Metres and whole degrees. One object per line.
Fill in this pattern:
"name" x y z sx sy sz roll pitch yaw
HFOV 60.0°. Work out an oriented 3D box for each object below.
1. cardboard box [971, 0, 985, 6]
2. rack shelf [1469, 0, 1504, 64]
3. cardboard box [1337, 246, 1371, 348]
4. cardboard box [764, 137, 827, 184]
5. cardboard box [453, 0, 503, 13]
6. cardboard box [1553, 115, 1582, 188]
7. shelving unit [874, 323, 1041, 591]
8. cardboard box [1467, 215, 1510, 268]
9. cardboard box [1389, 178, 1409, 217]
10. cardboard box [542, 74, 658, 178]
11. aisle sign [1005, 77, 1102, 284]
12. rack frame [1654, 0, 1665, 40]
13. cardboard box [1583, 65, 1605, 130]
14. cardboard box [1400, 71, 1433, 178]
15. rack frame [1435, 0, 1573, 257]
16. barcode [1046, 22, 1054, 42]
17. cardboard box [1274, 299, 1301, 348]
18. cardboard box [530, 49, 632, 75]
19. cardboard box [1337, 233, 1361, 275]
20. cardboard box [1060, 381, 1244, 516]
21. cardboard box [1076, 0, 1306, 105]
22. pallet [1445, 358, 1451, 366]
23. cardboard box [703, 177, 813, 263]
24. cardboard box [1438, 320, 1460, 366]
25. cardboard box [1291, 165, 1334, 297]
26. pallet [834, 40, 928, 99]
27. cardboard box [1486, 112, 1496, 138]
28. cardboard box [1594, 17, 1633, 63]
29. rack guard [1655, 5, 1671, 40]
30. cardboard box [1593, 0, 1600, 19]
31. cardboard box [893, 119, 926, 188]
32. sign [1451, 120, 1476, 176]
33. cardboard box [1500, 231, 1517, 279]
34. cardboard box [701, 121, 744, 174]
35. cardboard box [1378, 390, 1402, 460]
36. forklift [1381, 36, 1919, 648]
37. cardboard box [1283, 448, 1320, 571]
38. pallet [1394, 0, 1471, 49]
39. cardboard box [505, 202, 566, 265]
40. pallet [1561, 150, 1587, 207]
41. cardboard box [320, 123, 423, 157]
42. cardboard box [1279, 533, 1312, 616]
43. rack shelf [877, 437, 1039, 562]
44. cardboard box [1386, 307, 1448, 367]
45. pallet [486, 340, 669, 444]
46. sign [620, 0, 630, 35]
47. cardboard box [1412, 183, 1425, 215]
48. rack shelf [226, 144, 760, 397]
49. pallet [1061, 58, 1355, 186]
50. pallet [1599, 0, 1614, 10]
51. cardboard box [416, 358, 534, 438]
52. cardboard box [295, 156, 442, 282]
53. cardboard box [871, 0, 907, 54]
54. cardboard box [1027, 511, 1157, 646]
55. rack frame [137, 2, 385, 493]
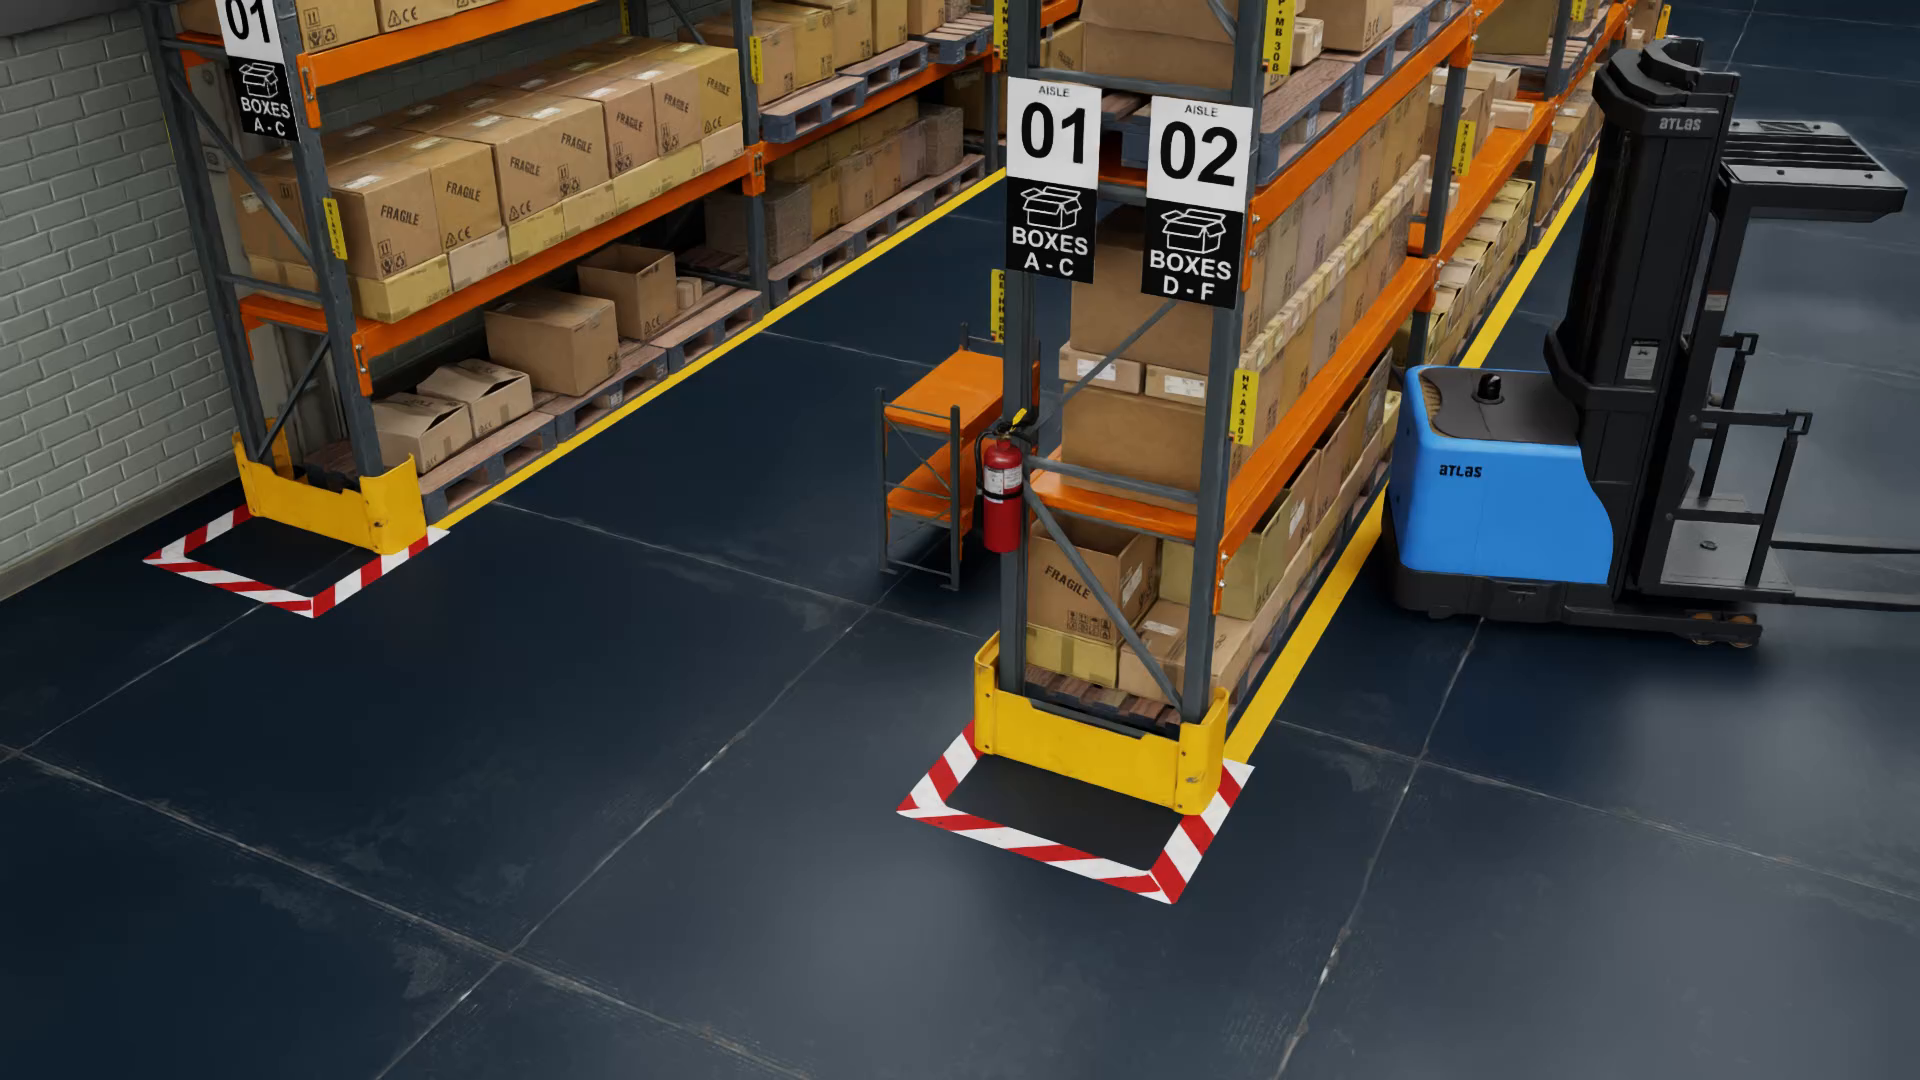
"cardboard box" 0.337 -5.261 15.480 0.500 0.500 0.500 15 33 25
"rack shelf" 3.388 -3.903 11.245 1.077 0.370 4.000 14 33 23
"cardboard box" 1.814 -1.416 9.103 0.700 0.500 0.500 15 33 24
"cardboard box" -1.416 -3.108 13.465 0.500 0.250 0.500 14 33 22
"cardboard box" -2.872 -3.282 9.320 0.500 0.500 0.500 16 33 26
"cardboard box" 5.228 -3.499 14.899 0.500 0.500 0.500 14 33 23
"shelving unit" 0.003 -0.491 9.475 0.538 1.125 1.048 14 33 23
"cardboard box" 3.817 -2.291 12.503 0.500 0.311 0.500 14 33 23
"cardboard box" 2.312 -1.957 9.394 0.380 0.149 0.250 13 32 22
"cardboard box" -2.336 -2.695 10.809 0.500 0.500 0.500 13 32 22
"aisle sign" 0.364 -1.419 6.598 0.394 0.787 0.004 14 33 23
"rack frame" 7.944 -7.347 19.532 1.000 3.000 0.127 14 33 23
"cardboard box" 6.152 -4.397 16.463 0.500 0.500 0.500 14 33 23
"cardboard box" 2.281 -2.435 9.575 0.700 0.500 0.500 14 33 24
"rack frame" 4.299 -3.801 13.356 1.000 3.000 0.127 14 33 23
"barcode" 0.363 -2.050 6.713 0.001 0.075 0.075 14 33 23
"cardboard box" 1.375 -1.043 7.803 0.380 0.149 0.250 14 33 23
"cardboard box" -2.573 -3.029 11.390 0.500 0.500 0.500 14 33 23
"cardboard box" 1.846 -1.502 8.602 0.380 0.149 0.250 15 33 25
"cardboard box" 0.879 -0.502 7.511 0.700 0.500 0.500 14 33 23
"cardboard box" 0.920 -2.096 6.710 0.797 0.503 0.637 17 34 27
"pallet" 2.778 -1.154 11.547 1.003 0.211 1.213 14 33 23
"cardboard box" -1.614 -2.586 13.310 0.700 0.500 0.500 15 33 25
"cardboard box" 3.115 -1.366 11.456 0.500 0.250 0.500 15 33 24
"cardboard box" 1.367 -1.546 8.026 0.700 0.500 0.500 14 33 23
"pallet" -0.978 -3.953 13.814 1.003 0.211 1.213 14 33 23
"cardboard box" 3.769 -3.114 12.412 0.380 0.149 0.250 17 34 27
"cardboard box" 6.973 -5.516 18.409 0.797 0.503 0.637 14 33 23
"rack guard" 7.909 -6.230 20.096 1.175 0.500 0.348 14 33 23
"cardboard box" 5.372 -5.002 14.927 0.700 0.500 0.500 6 30 11
"cardboard box" -0.732 -3.497 14.895 0.700 0.500 0.500 14 33 23
"sign" 2.972 -2.312 9.815 0.100 0.325 0.005 14 33 23
"cardboard box" 4.045 -2.273 13.035 0.500 0.250 0.500 14 33 23
"cardboard box" -1.880 -2.814 11.769 0.500 0.250 0.500 14 33 23
"cardboard box" 2.460 -0.762 10.404 0.500 0.250 0.500 14 33 23
"forklift" 3.911 -0.988 8.526 3.031 2.935 1.130 4 30 7
"cardboard box" 1.540 -0.203 8.678 0.500 0.500 0.500 14 33 23
"pallet" 2.112 -2.906 8.875 1.003 0.211 1.213 14 33 23
"cardboard box" -2.790 -1.922 10.216 0.500 0.250 0.500 14 33 23
"pallet" 5.230 -3.453 15.551 1.003 0.211 1.213 14 33 23
"cardboard box" -3.493 -2.123 9.813 0.500 0.500 0.500 15 33 24
"cardboard box" 1.550 0.125 8.860 0.500 0.250 0.500 14 33 23
"rack shelf" 0.003 -0.279 9.597 0.538 0.278 1.000 14 33 23
"cardboard box" 2.887 -1.387 10.930 0.500 0.311 0.500 14 33 23
"pallet" -2.763 -1.092 11.439 1.003 0.211 1.213 14 33 23
"sign" -2.430 -3.776 12.151 0.100 0.325 0.005 14 33 23
"cardboard box" 2.663 -2.191 10.703 0.500 0.250 0.500 17 34 26
"rack shelf" -2.845 -1.951 10.858 1.077 0.370 4.000 14 33 23
"pallet" 1.000 -1.824 6.991 1.003 0.211 1.213 14 33 23
"pallet" 5.660 -5.161 15.918 1.003 0.211 1.213 14 33 23
"cardboard box" -3.102 -0.940 10.633 0.500 0.311 0.500 17 34 27
"cardboard box" -3.272 -1.789 9.230 0.500 0.500 0.500 14 33 23
"cardboard box" -0.865 -4.389 13.839 0.700 0.500 0.500 14 33 23
"cardboard box" 0.634 0.126 8.105 0.500 0.500 0.500 14 33 23
"rack frame" -3.757 -1.376 9.135 1.000 3.000 0.127 14 33 23
